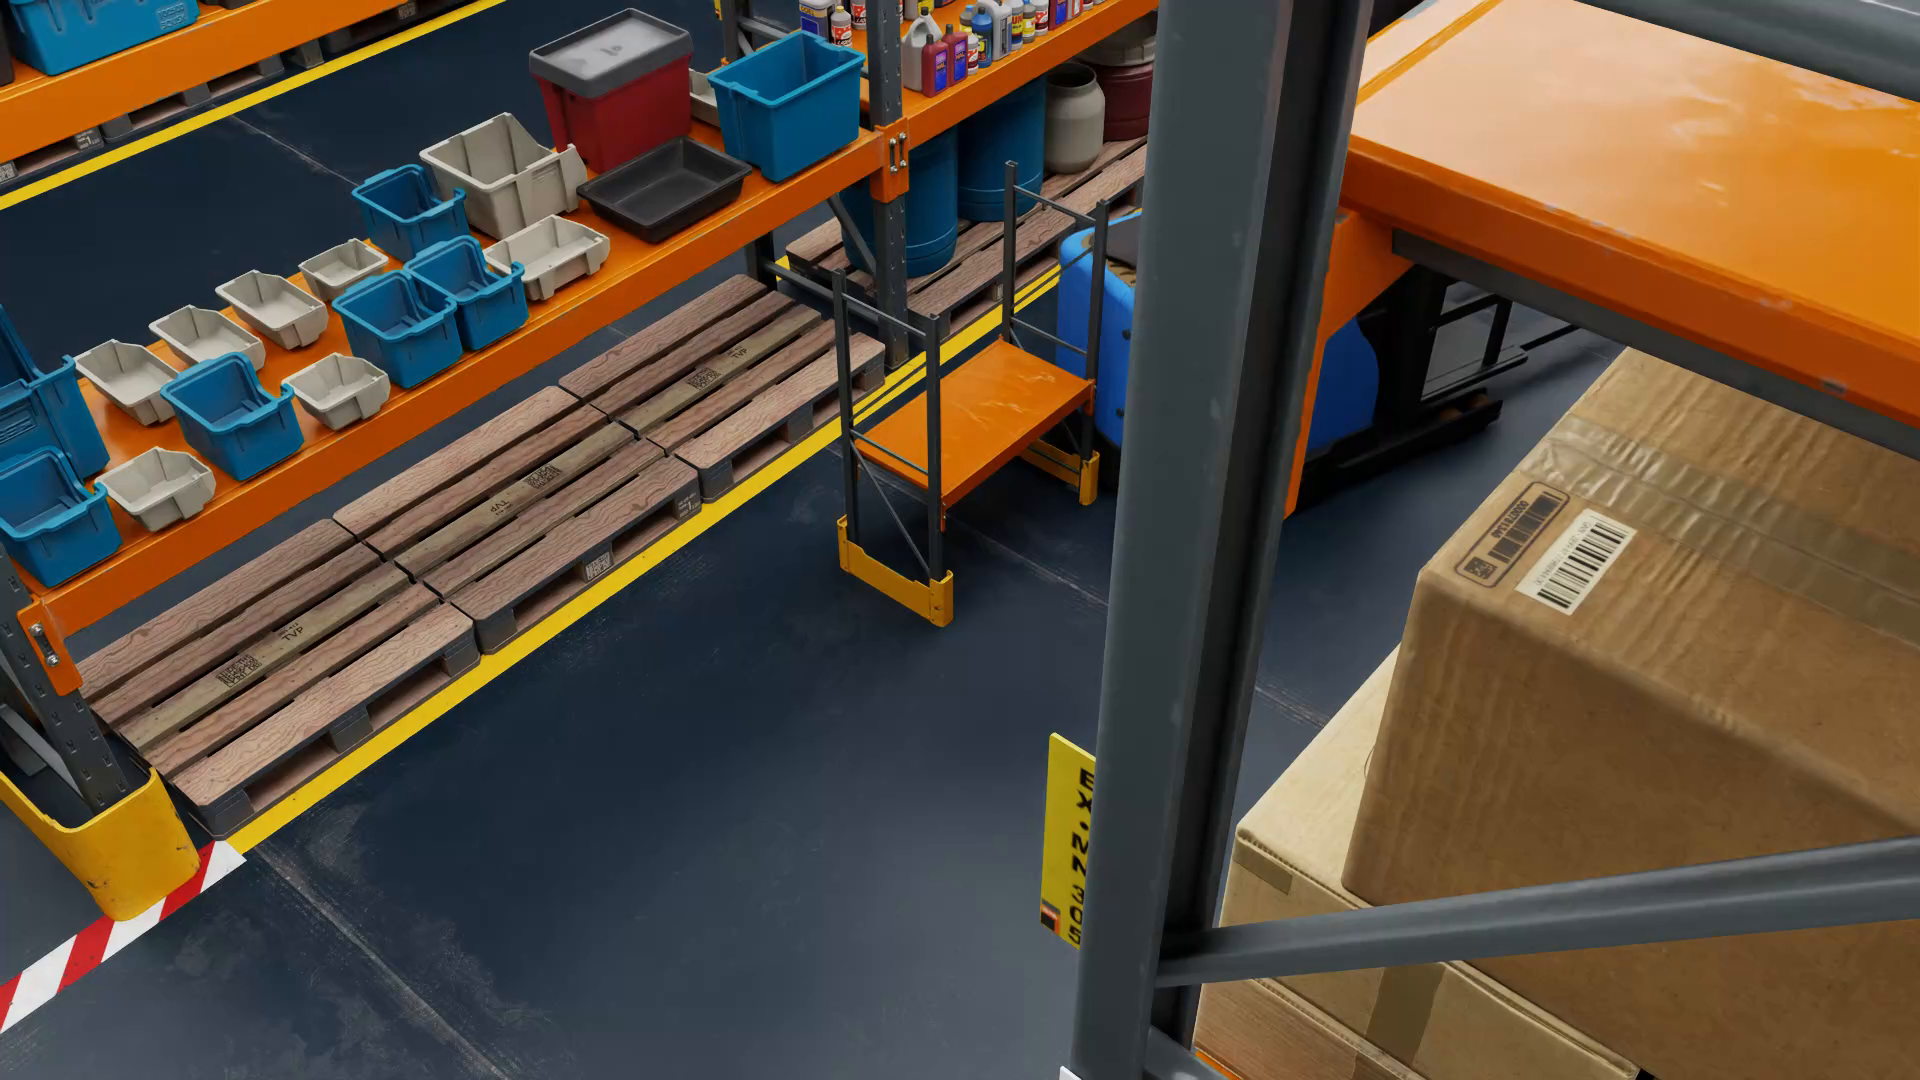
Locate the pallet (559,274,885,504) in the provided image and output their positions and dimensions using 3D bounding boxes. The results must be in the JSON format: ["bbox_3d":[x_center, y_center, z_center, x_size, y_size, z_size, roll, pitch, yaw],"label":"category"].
[{"bbox_3d":[-1.116,-0.755,7.923,1.003,0.211,1.213,29,50,28],"label":"pallet"}]

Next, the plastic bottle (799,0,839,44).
[{"bbox_3d":[-0.666,-2.479,7.839,0.152,0.276,0.135,29,50,28],"label":"plastic bottle"}]

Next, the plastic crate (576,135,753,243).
[{"bbox_3d":[-1.187,-1.410,6.731,0.437,0.125,0.590,29,50,28],"label":"plastic crate"}]

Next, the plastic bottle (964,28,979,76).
[{"bbox_3d":[0.036,-2.249,7.641,0.097,0.201,0.097,0,42,0],"label":"plastic bottle"}]

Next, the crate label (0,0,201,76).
[{"bbox_3d":[-2.406,-1.512,4.564,0.408,0.251,0.502,29,50,28],"label":"crate label"}]

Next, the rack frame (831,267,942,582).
[{"bbox_3d":[-0.272,-0.337,6.506,0.500,1.500,0.032,29,50,28],"label":"rack frame"}]

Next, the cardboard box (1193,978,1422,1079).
[{"bbox_3d":[0.671,0.591,2.252,0.500,0.250,0.500,29,50,28],"label":"cardboard box"}]

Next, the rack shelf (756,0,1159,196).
[{"bbox_3d":[0.615,-2.946,8.795,1.077,0.370,4.000,29,50,28],"label":"rack shelf"}]

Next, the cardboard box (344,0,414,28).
[{"bbox_3d":[-4.067,-4.034,10.724,1.225,0.875,0.875,30,50,29],"label":"cardboard box"}]

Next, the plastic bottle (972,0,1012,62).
[{"bbox_3d":[0.153,-2.398,7.750,0.152,0.276,0.135,29,50,28],"label":"plastic bottle"}]

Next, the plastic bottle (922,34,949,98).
[{"bbox_3d":[-0.110,-2.143,7.464,0.061,0.283,0.133,29,50,28],"label":"plastic bottle"}]

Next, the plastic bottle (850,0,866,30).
[{"bbox_3d":[-0.480,-2.565,7.989,0.097,0.201,0.097,0,42,0],"label":"plastic bottle"}]

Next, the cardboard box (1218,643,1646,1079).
[{"bbox_3d":[0.678,0.410,2.080,0.500,0.250,0.500,29,50,28],"label":"cardboard box"}]

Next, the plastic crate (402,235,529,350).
[{"bbox_3d":[-1.795,-0.900,6.090,0.416,0.233,0.300,29,50,28],"label":"plastic crate"}]

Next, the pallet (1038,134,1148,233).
[{"bbox_3d":[0.641,-2.160,9.469,1.003,0.211,1.213,29,50,28],"label":"pallet"}]

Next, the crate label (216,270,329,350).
[{"bbox_3d":[-2.502,-0.842,6.098,0.396,0.136,0.243,29,50,28],"label":"crate label"}]

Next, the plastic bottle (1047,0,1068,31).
[{"bbox_3d":[0.462,-2.600,7.967,0.061,0.283,0.133,29,50,28],"label":"plastic bottle"}]

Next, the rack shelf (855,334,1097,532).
[{"bbox_3d":[0.055,-0.466,6.915,0.538,0.185,1.000,29,50,28],"label":"rack shelf"}]

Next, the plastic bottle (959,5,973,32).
[{"bbox_3d":[0.045,-2.415,7.824,0.097,0.201,0.097,0,42,0],"label":"plastic bottle"}]

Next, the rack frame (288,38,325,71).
[{"bbox_3d":[-4.463,-4.326,9.778,1.000,3.000,0.127,29,50,28],"label":"rack frame"}]

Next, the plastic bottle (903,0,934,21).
[{"bbox_3d":[-0.221,-2.716,8.044,0.144,0.351,0.185,29,50,28],"label":"plastic bottle"}]

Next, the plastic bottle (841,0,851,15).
[{"bbox_3d":[-0.552,-2.621,7.989,0.061,0.283,0.133,29,50,28],"label":"plastic bottle"}]

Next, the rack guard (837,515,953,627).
[{"bbox_3d":[-0.271,0.125,6.927,0.587,0.250,0.087,29,50,28],"label":"rack guard"}]

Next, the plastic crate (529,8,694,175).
[{"bbox_3d":[-1.439,-1.877,6.992,0.402,0.464,0.583,29,50,28],"label":"plastic crate"}]

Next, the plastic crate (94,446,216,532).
[{"bbox_3d":[-2.566,-0.161,5.349,0.250,0.136,0.298,29,50,28],"label":"plastic crate"}]

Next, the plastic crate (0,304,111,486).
[{"bbox_3d":[-3.174,-0.411,5.401,0.616,0.435,0.499,29,50,28],"label":"plastic crate"}]

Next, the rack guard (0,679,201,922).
[{"bbox_3d":[-3.252,0.821,5.976,1.175,0.500,0.348,29,50,28],"label":"rack guard"}]

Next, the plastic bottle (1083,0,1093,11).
[{"bbox_3d":[0.609,-2.706,8.145,0.097,0.201,0.097,0,42,0],"label":"plastic bottle"}]

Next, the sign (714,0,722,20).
[{"bbox_3d":[-1.092,-2.523,7.590,0.100,0.325,0.005,29,50,28],"label":"sign"}]

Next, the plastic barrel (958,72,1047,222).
[{"bbox_3d":[0.146,-2.198,8.686,0.600,0.901,0.708,29,50,28],"label":"plastic barrel"}]

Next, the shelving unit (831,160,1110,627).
[{"bbox_3d":[0.049,-0.594,6.789,0.587,1.500,1.083,29,50,28],"label":"shelving unit"}]

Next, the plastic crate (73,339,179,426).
[{"bbox_3d":[-2.860,-0.545,5.771,0.396,0.136,0.243,29,50,28],"label":"plastic crate"}]

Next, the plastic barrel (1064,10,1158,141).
[{"bbox_3d":[0.873,-2.664,9.430,0.600,0.588,0.708,29,50,28],"label":"plastic barrel"}]

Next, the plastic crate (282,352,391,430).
[{"bbox_3d":[-2.129,-0.510,5.733,0.250,0.136,0.298,29,50,28],"label":"plastic crate"}]

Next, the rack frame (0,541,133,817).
[{"bbox_3d":[-3.247,-0.122,5.155,1.000,3.000,0.127,29,50,28],"label":"rack frame"}]

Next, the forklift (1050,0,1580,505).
[{"bbox_3d":[1.939,-1.818,7.071,3.031,2.935,1.130,-22,47,-23],"label":"forklift"}]

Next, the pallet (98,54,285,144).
[{"bbox_3d":[-5.013,-2.937,10.323,1.003,0.211,1.213,29,50,28],"label":"pallet"}]

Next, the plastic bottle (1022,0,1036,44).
[{"bbox_3d":[0.311,-2.468,7.883,0.097,0.201,0.097,0,42,0],"label":"plastic bottle"}]

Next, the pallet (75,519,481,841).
[{"bbox_3d":[-2.686,0.502,6.541,1.003,0.211,1.213,29,50,28],"label":"pallet"}]

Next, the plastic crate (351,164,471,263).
[{"bbox_3d":[-2.121,-1.251,6.476,0.416,0.233,0.300,29,50,28],"label":"plastic crate"}]

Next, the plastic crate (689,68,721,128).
[{"bbox_3d":[-1.081,-1.929,7.293,0.396,0.136,0.243,29,50,28],"label":"plastic crate"}]
